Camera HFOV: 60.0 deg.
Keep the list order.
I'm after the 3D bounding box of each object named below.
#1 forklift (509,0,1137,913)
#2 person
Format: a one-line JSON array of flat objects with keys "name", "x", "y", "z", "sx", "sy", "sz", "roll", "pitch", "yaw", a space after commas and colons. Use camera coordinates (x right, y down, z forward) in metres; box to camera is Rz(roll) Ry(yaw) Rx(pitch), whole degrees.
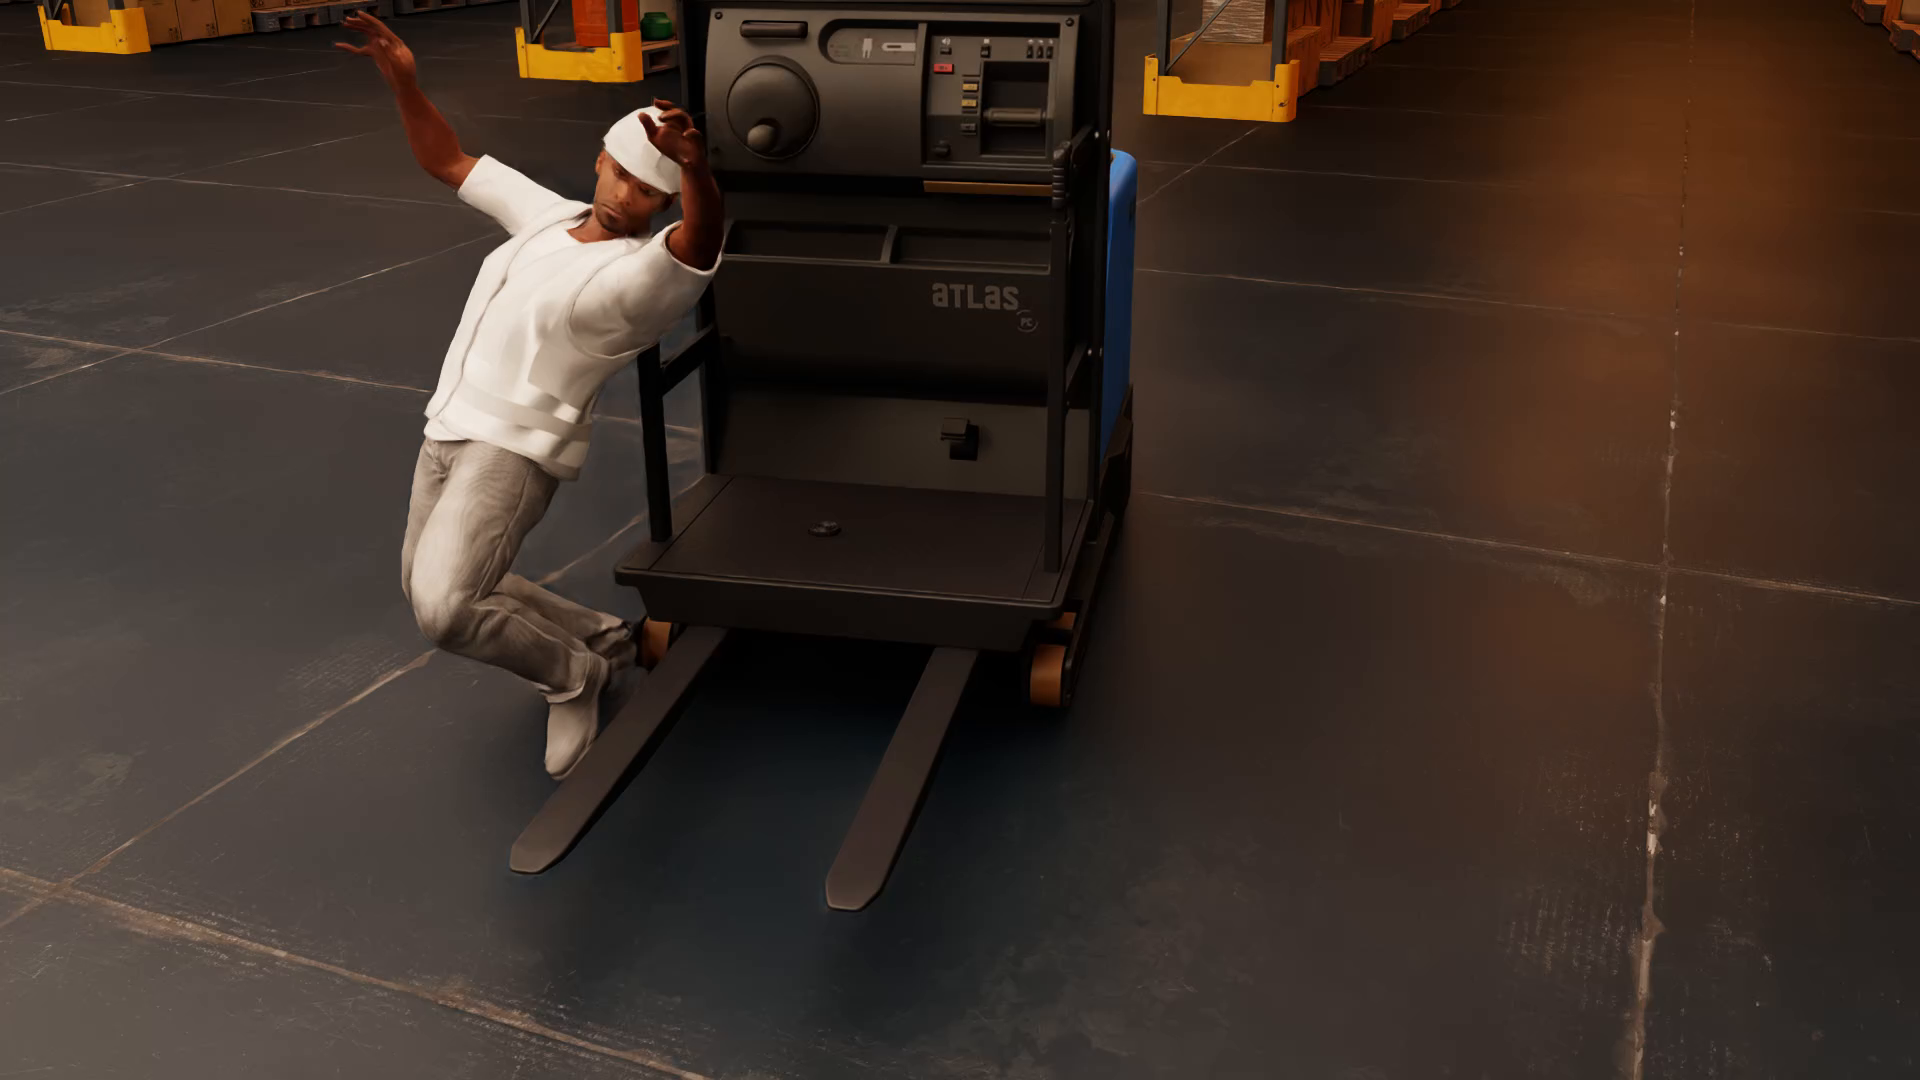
[{"name": "forklift", "x": -0.213, "y": -1.088, "z": 3.895, "sx": 1.130, "sy": 2.935, "sz": 3.031, "roll": 4, "pitch": 23, "yaw": 10}, {"name": "person", "x": -0.874, "y": -0.325, "z": 3.617, "sx": 0.811, "sy": 1.557, "sz": 1.080, "roll": -16, "pitch": 27, "yaw": -33}]
